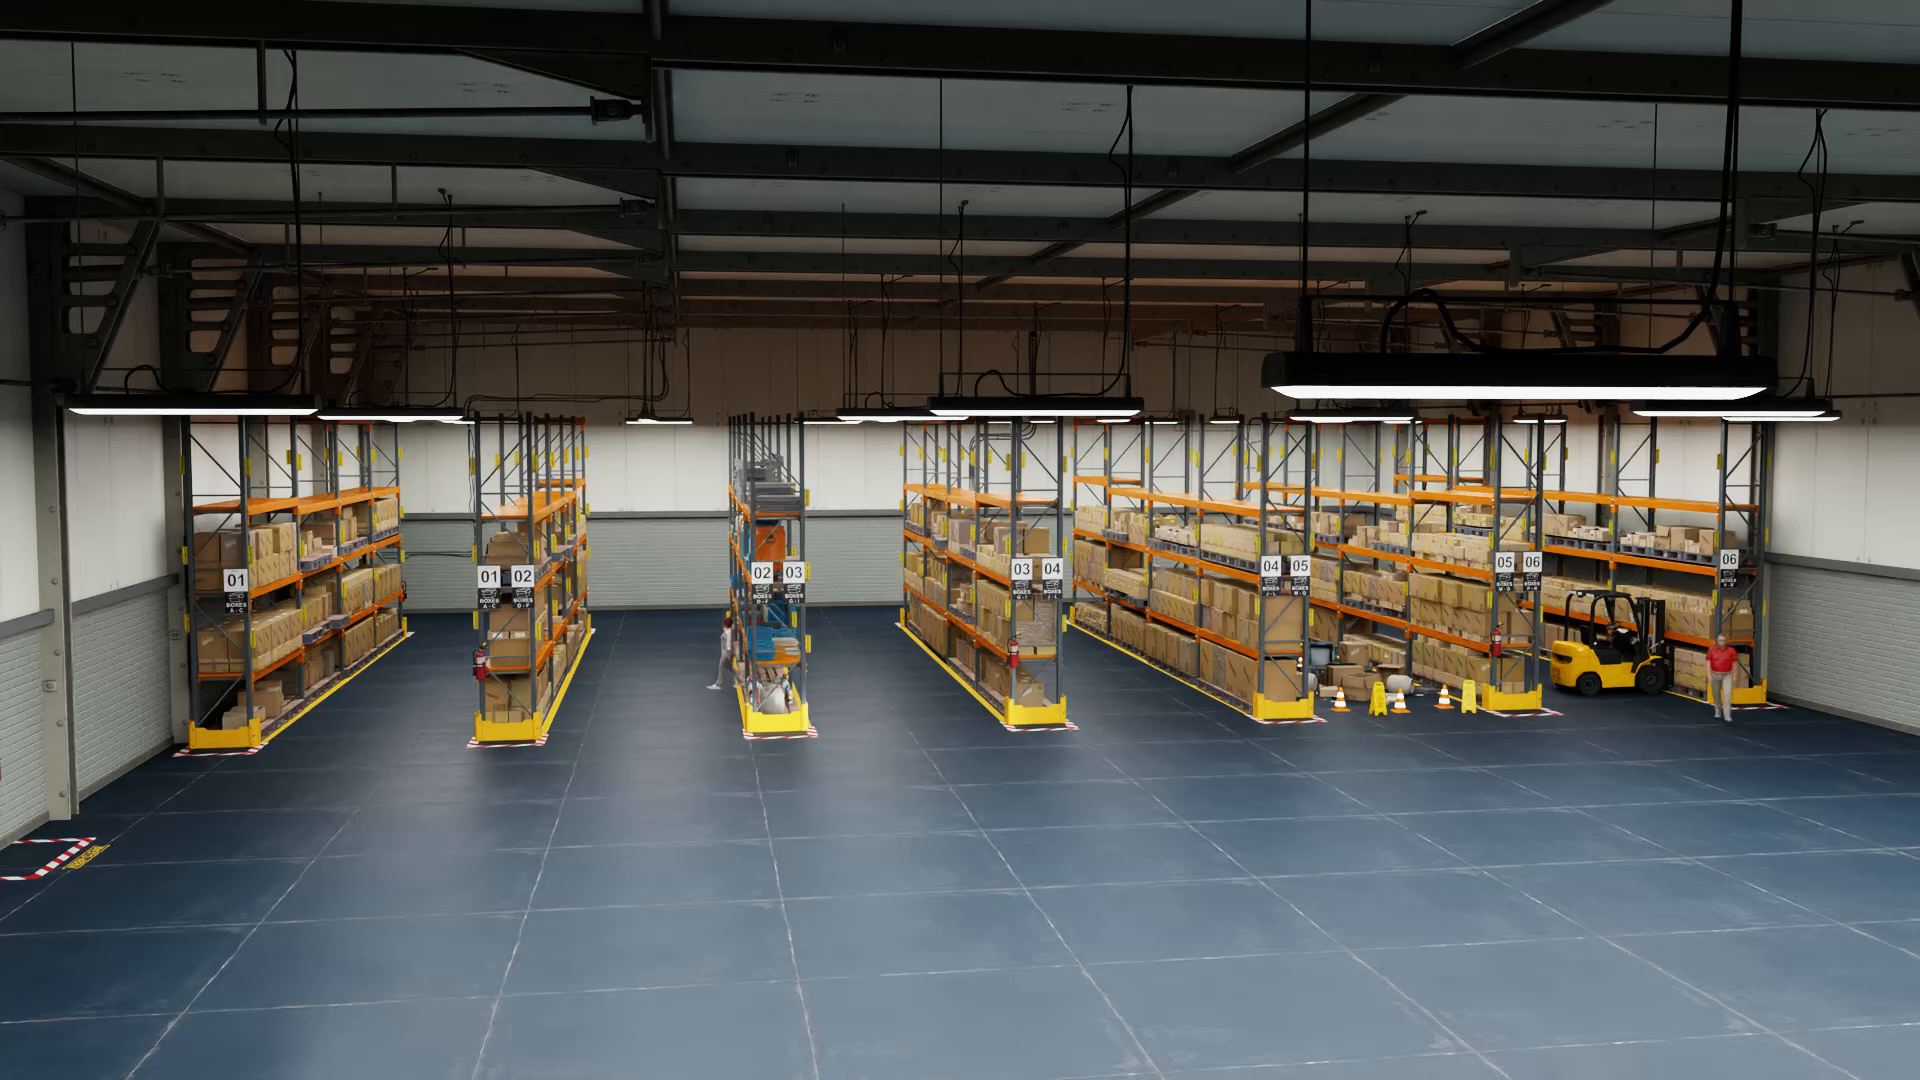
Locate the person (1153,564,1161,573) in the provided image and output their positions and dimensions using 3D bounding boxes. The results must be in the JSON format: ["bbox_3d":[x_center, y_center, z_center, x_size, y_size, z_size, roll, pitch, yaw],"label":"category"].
[{"bbox_3d":[5.700,1.577,48.018,0.587,1.764,0.481,-3,5,-40],"label":"person"}]

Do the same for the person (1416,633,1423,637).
[{"bbox_3d":[11.913,1.969,42.350,0.538,1.801,0.497,-2,4,-28],"label":"person"}]

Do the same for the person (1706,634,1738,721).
[{"bbox_3d":[14.783,2.663,32.294,0.559,1.678,1.027,2,5,31],"label":"person"}]

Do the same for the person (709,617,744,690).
[{"bbox_3d":[-5.062,2.463,36.158,0.727,1.569,0.429,1,4,16],"label":"person"}]
